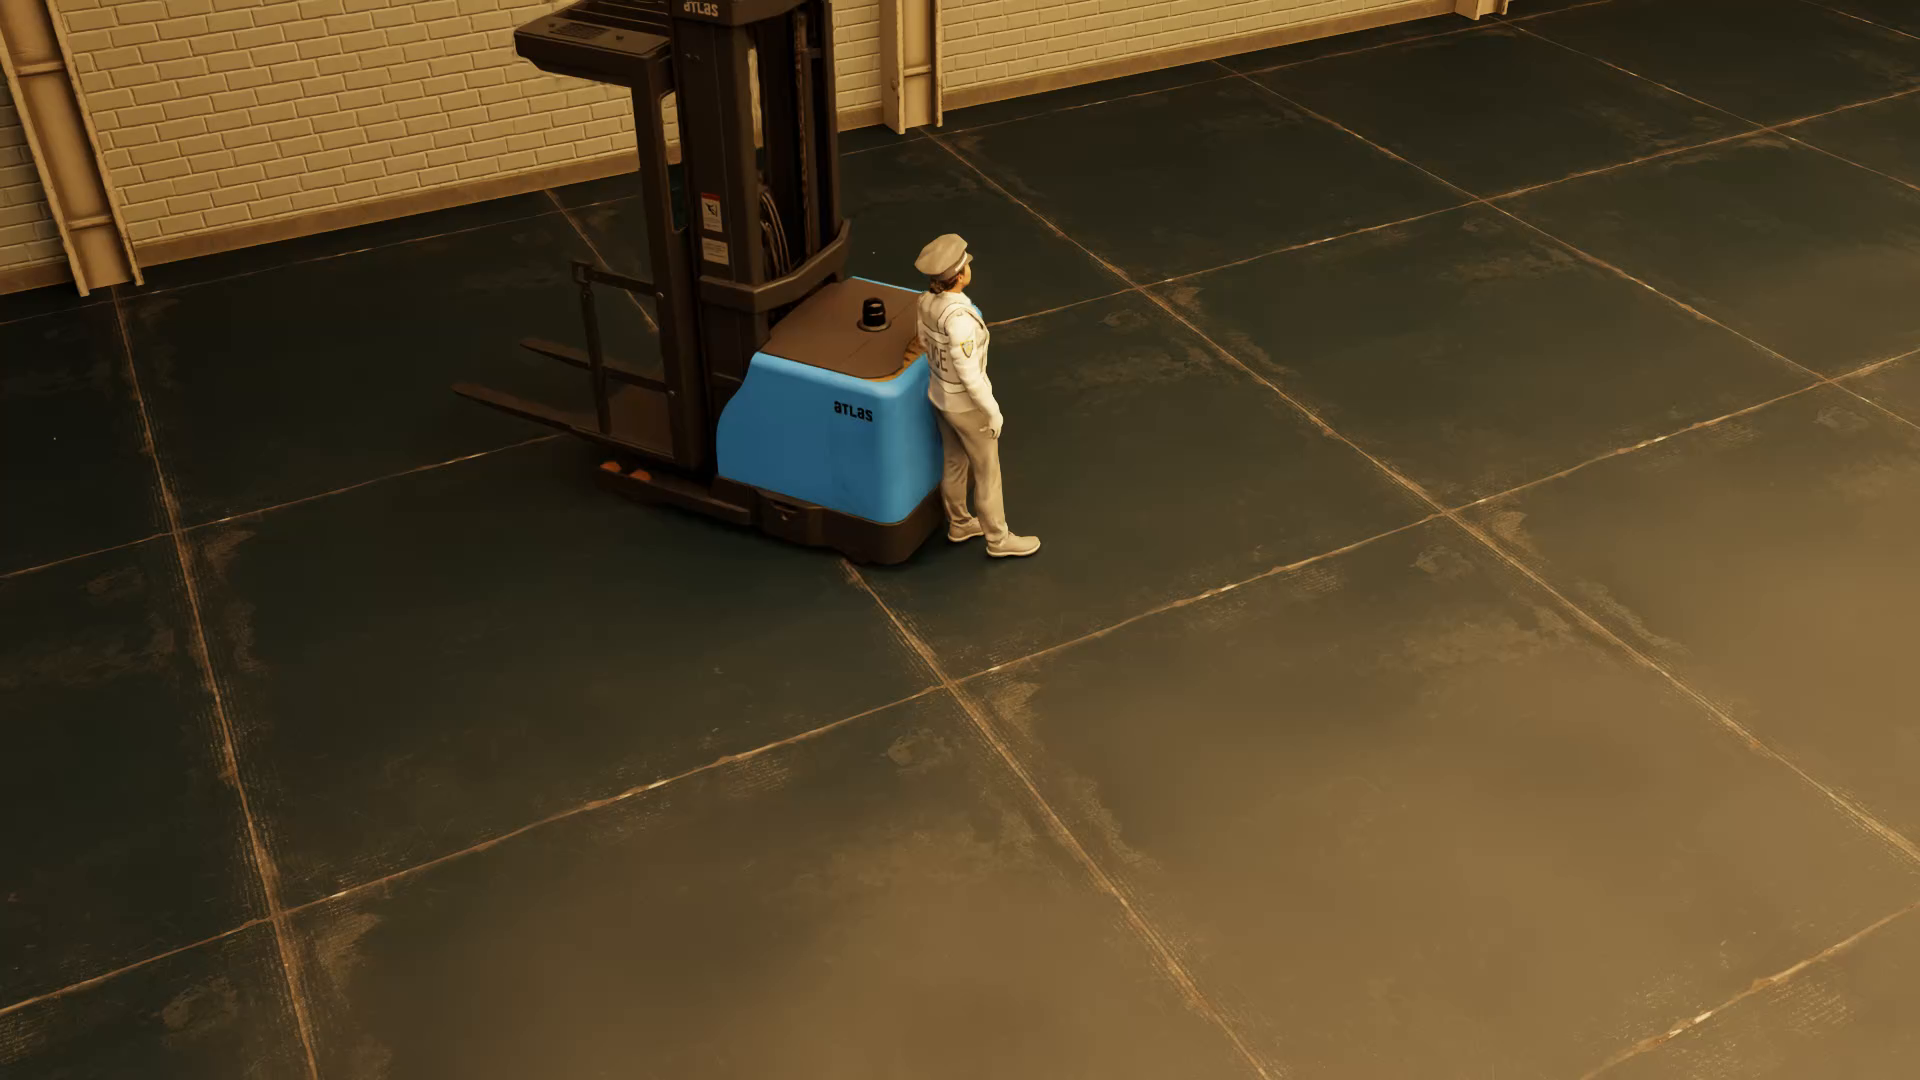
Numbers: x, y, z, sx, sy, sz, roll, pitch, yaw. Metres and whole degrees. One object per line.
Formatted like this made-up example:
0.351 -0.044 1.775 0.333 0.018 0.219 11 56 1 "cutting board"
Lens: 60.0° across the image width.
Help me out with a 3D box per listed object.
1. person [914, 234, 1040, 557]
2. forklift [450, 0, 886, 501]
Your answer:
0.064 -0.713 8.190 0.530 1.694 0.586 -17 39 -23 "person"
-1.418 -1.662 8.474 3.031 2.935 1.121 16 38 22 "forklift"
